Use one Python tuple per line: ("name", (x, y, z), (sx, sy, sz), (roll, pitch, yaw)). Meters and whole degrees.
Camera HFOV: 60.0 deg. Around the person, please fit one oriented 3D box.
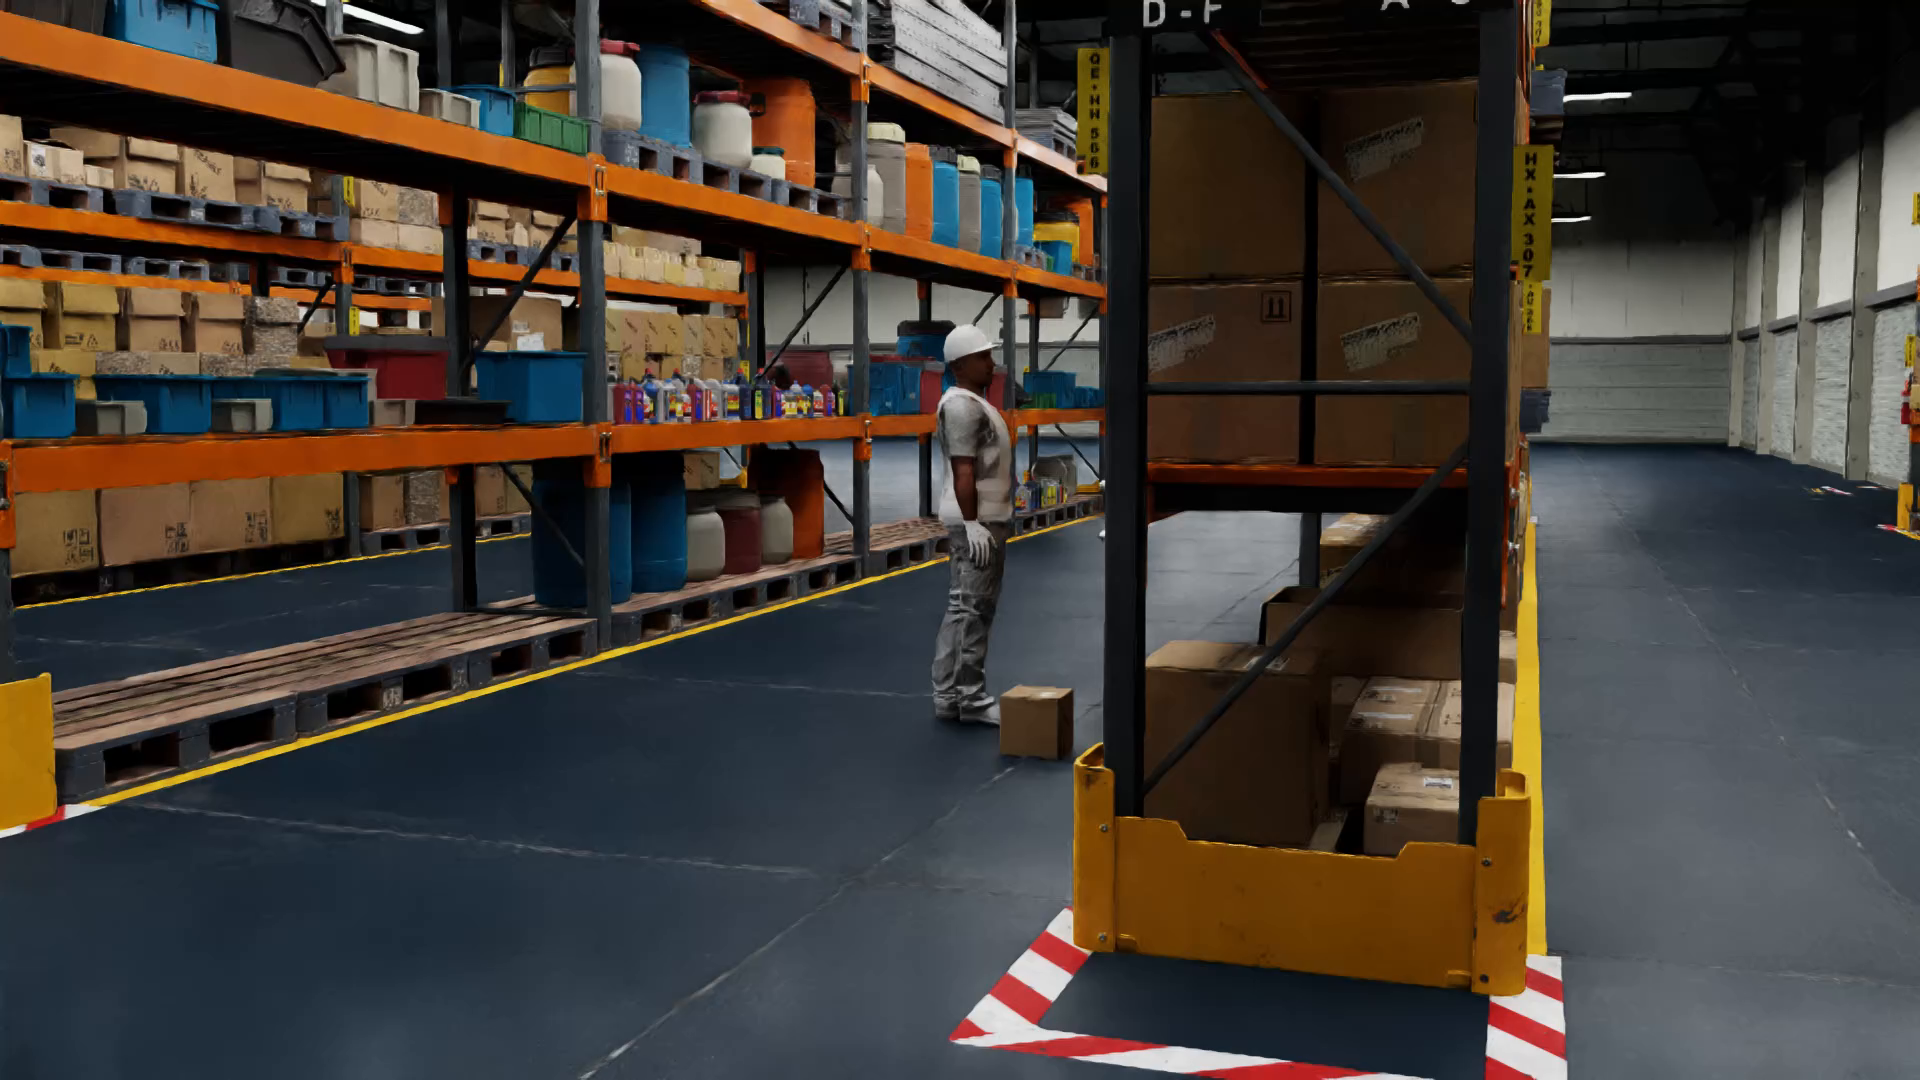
("person", (0.077, -0.074, 7.530), (0.410, 1.788, 0.601), (0, 5, -3))
